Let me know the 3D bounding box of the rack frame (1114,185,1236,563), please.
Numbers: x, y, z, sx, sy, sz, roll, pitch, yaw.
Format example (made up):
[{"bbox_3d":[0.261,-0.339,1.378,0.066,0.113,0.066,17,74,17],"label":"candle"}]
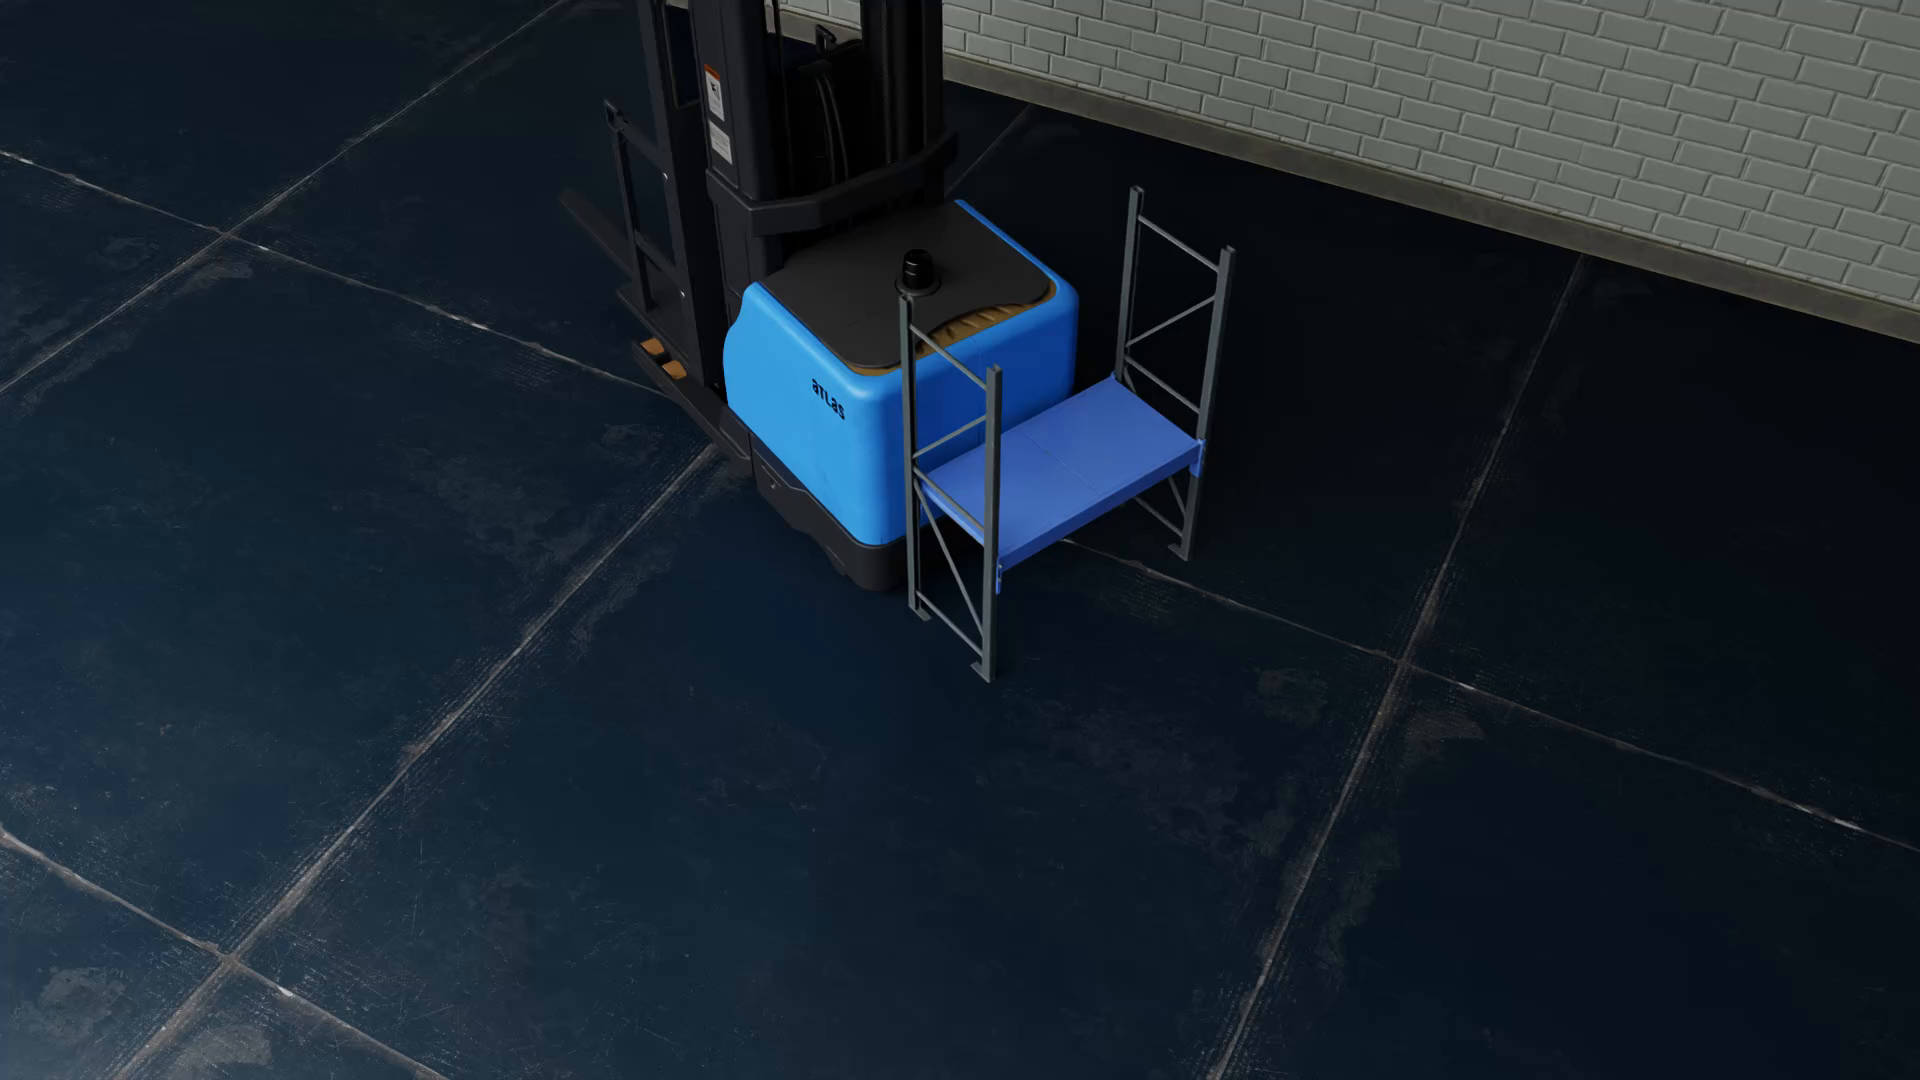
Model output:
[{"bbox_3d":[0.766,-0.582,6.271,0.032,1.500,0.500,-29,52,-26],"label":"rack frame"}]

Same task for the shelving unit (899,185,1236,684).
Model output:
[{"bbox_3d":[0.366,-0.359,6.050,1.048,1.500,0.538,-29,52,-26],"label":"shelving unit"}]

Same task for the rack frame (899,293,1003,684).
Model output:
[{"bbox_3d":[-0.034,-0.136,5.829,0.032,1.500,0.500,-29,52,-26],"label":"rack frame"}]

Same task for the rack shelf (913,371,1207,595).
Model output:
[{"bbox_3d":[0.366,-0.233,6.178,1.000,0.185,0.538,-29,52,-26],"label":"rack shelf"}]

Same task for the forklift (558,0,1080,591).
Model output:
[{"bbox_3d":[-0.808,-1.841,6.509,1.130,2.935,3.031,-27,51,-24],"label":"forklift"}]
